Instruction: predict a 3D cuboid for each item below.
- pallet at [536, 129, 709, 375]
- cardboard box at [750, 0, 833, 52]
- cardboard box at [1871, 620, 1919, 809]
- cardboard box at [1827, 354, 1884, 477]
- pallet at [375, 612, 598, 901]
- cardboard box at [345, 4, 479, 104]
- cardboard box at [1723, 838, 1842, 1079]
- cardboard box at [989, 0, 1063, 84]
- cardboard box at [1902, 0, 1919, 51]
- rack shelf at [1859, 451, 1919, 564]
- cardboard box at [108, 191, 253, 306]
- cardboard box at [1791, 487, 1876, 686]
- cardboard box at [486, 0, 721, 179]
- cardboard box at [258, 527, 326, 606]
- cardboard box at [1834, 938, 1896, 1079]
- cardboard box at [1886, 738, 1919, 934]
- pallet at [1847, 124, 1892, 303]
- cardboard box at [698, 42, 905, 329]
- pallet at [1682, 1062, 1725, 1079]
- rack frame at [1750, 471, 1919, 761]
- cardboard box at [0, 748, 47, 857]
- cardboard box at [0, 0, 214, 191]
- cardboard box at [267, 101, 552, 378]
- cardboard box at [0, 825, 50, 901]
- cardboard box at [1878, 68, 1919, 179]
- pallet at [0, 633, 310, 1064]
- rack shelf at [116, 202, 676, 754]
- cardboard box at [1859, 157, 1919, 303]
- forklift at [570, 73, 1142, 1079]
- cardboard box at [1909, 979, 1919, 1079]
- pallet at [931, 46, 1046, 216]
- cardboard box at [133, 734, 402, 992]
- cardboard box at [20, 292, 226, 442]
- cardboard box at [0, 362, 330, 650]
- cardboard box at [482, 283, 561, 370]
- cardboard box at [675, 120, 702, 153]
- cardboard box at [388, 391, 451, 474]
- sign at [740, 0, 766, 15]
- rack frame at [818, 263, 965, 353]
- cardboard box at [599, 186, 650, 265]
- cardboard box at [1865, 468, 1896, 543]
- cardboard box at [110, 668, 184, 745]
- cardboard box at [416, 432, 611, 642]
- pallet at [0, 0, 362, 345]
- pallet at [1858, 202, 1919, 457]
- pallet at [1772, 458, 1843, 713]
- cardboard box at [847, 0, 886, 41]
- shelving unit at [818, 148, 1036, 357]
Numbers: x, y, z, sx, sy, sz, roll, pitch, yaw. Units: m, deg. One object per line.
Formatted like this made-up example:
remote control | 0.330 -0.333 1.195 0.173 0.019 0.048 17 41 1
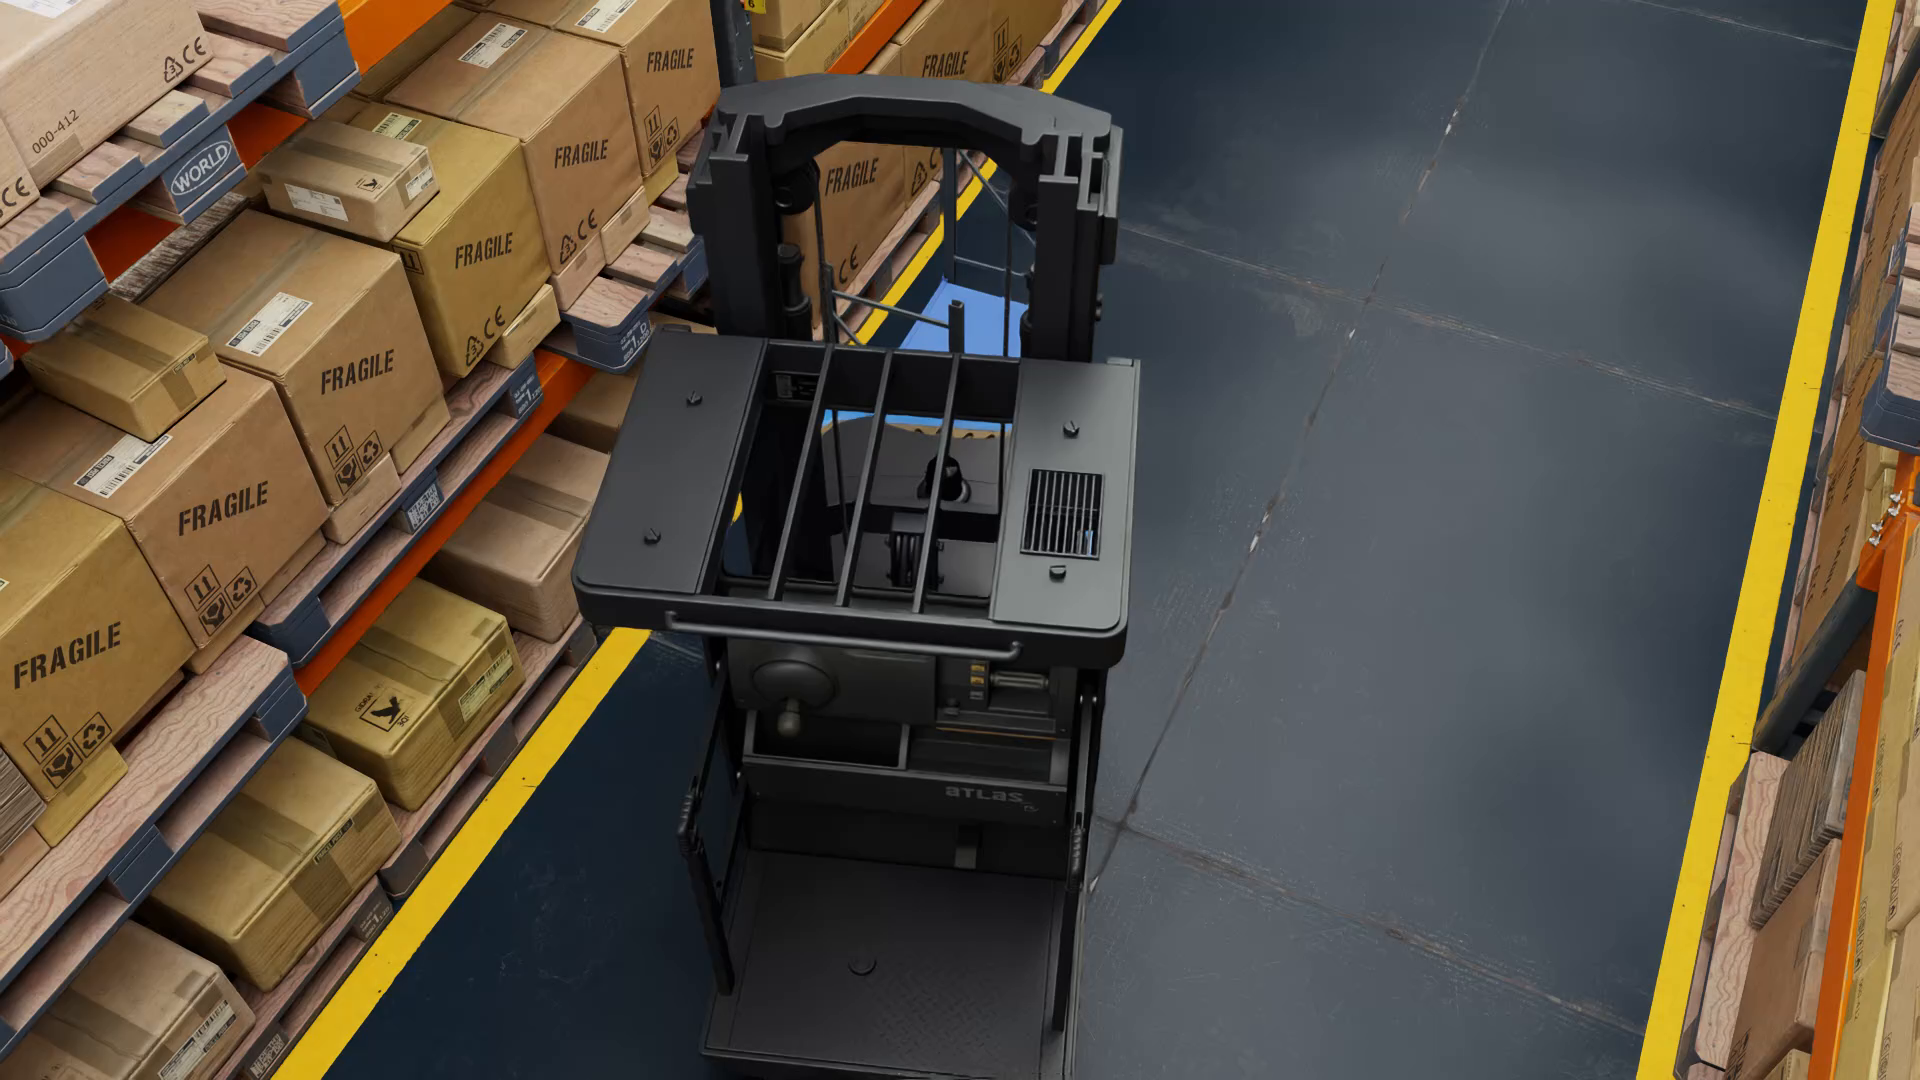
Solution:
pallet | -1.404 -1.126 5.680 1.213 0.211 1.003 20 52 16
cardboard box | -0.756 -2.096 6.149 0.500 0.250 0.500 19 52 16
cardboard box | 2.664 0.518 4.253 0.500 0.250 0.500 19 52 15
cardboard box | 3.725 -0.491 6.379 0.500 0.500 0.500 22 53 18
pallet | -2.053 0.565 5.946 1.003 0.211 1.213 20 52 16
cardboard box | -1.813 -1.383 5.236 0.500 0.500 0.500 22 53 18
cardboard box | 2.743 1.410 4.680 0.875 0.625 0.625 21 53 17
cardboard box | -0.058 -2.838 8.130 0.875 0.875 0.875 21 53 17
cardboard box | 4.975 -2.547 8.359 0.380 0.149 0.250 18 52 15
rack shelf | 4.148 -1.245 6.128 1.077 0.370 4.000 20 52 16
cardboard box | -2.255 -0.673 4.632 0.500 0.500 0.500 18 52 15
cardboard box | 3.280 0.212 5.781 0.500 0.500 0.500 21 53 17
cardboard box | -1.138 -1.575 5.399 0.500 0.500 0.500 18 52 15
cardboard box | -1.961 -0.014 4.497 0.380 0.149 0.250 20 53 16
cardboard box | 2.227 1.232 3.646 0.500 0.250 0.500 21 53 17
cardboard box | 2.429 0.710 3.761 0.500 0.250 0.500 19 52 15
pallet | 4.689 -1.380 7.601 1.003 0.211 1.213 20 52 16
cardboard box | -0.825 -1.610 7.085 0.875 0.875 0.875 19 52 16
pallet | 2.384 2.194 4.560 1.003 0.211 1.213 20 52 16
rack frame | 3.294 -0.101 4.682 1.000 3.000 0.127 20 52 16
cardboard box | -2.445 0.546 3.594 0.500 0.500 0.500 21 53 17
cardboard box | -1.881 -0.994 3.295 0.500 0.250 0.500 19 52 16
cardboard box | -1.564 -0.868 4.797 0.500 0.500 0.500 17 52 14
cardboard box | -2.383 0.708 3.882 0.380 0.149 0.250 21 53 17
cardboard box | 4.593 -1.922 7.596 0.500 0.500 0.500 22 53 18
pallet | -2.446 0.624 4.191 1.003 0.211 1.213 20 52 16
rack shelf | -2.050 -0.103 5.156 1.077 0.370 4.000 20 52 16
cardboard box | 4.157 -1.210 6.991 0.500 0.500 0.500 18 52 15
forklift | -0.174 0.458 4.251 1.130 2.935 3.031 5 50 4
cardboard box | 2.093 1.006 3.248 0.380 0.149 0.250 19 52 15
pallet | -0.268 -2.166 8.269 1.003 0.211 1.213 20 52 16
cardboard box | -2.379 0.898 5.281 0.950 0.372 0.625 23 53 18
cardboard box | -2.013 -0.425 3.994 0.380 0.149 0.250 23 53 18
cardboard box | -2.008 -0.135 4.174 0.500 0.500 0.500 20 52 16
cardboard box | -1.459 -0.705 5.085 0.380 0.149 0.250 21 53 17
cardboard box | -1.123 -1.466 5.732 0.380 0.149 0.250 22 53 17
cardboard box | -1.713 -0.373 4.803 0.380 0.149 0.250 18 52 15
sign | -0.701 -1.893 5.498 0.100 0.325 0.005 20 52 16
rack frame | -0.221 -0.325 5.857 0.500 1.500 0.032 18 52 15
cardboard box | -1.239 -1.070 5.395 0.380 0.149 0.250 19 52 16
cardboard box | 3.276 -0.060 5.586 0.380 0.149 0.250 17 52 14
cardboard box | -2.216 0.319 4.213 0.380 0.149 0.250 23 53 18
cardboard box | -1.754 -0.102 6.132 0.950 0.372 0.625 19 52 15
pallet | -2.104 -0.976 3.580 1.213 0.211 1.003 20 52 16
pallet | 3.520 -0.529 5.171 1.213 0.211 1.003 20 52 16
pallet | 3.647 0.301 6.171 1.003 0.211 1.213 20 52 16
cardboard box | -0.556 -2.280 6.634 0.500 0.250 0.500 18 52 15
shelving unit | -0.024 -0.682 6.161 0.538 1.500 1.048 18 52 15
